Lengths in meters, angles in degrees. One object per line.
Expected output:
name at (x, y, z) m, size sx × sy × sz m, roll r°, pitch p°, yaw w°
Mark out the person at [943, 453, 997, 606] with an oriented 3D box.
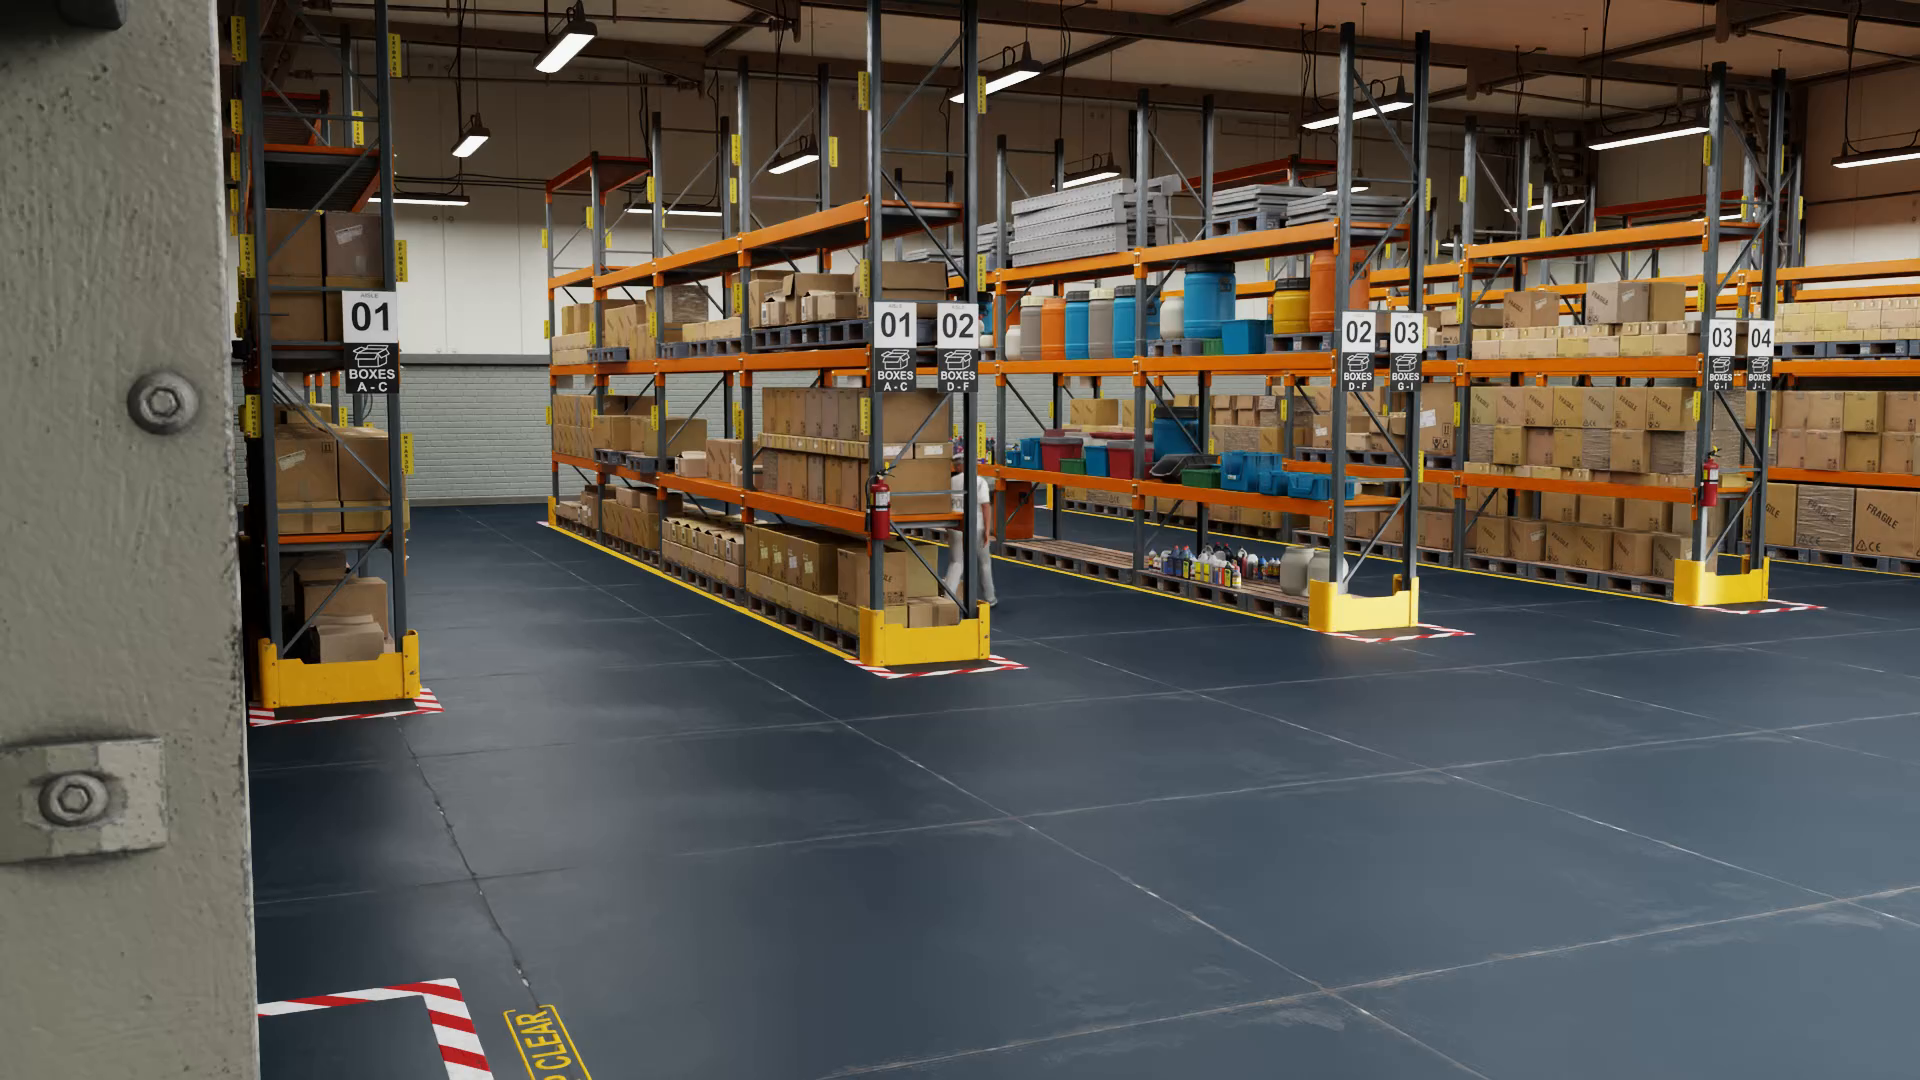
person at (0.097, -0.108, 18.376) m, size 0.580 × 1.709 × 0.783 m, roll 1°, pitch 5°, yaw 7°
